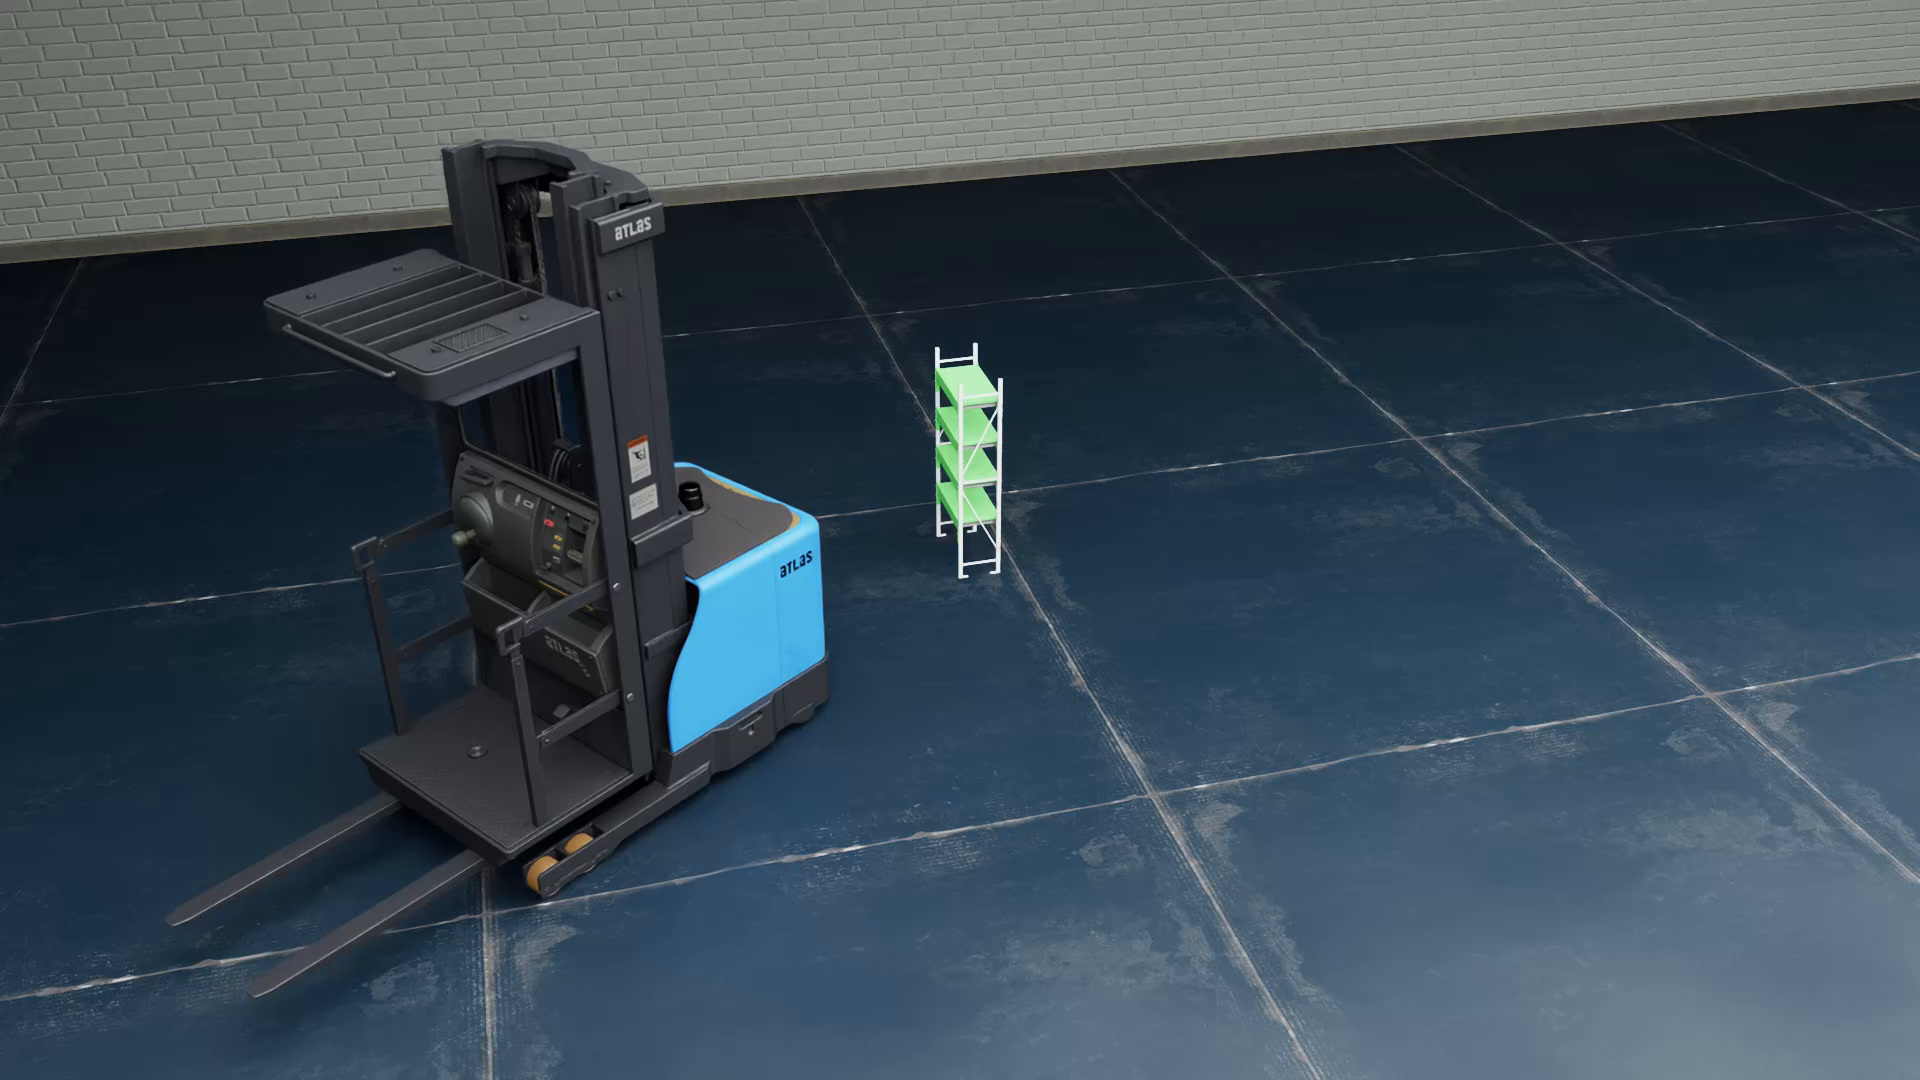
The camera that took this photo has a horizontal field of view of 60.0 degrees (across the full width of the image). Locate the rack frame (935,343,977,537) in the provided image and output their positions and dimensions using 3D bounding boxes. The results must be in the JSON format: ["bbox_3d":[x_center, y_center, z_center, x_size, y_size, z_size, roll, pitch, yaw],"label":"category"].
[{"bbox_3d":[-0.021,-0.557,9.515,0.240,1.200,0.015,-8,31,-13],"label":"rack frame"}]

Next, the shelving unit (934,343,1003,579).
[{"bbox_3d":[0.044,-0.439,9.311,0.258,1.200,0.503,-8,31,-13],"label":"shelving unit"}]

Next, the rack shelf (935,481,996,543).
[{"bbox_3d":[0.044,-0.176,9.464,0.258,0.148,0.480,-8,31,-13],"label":"rack shelf"}]

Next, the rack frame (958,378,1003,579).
[{"bbox_3d":[0.109,-0.321,9.108,0.240,1.200,0.015,-8,31,-13],"label":"rack frame"}]

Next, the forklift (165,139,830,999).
[{"bbox_3d":[-1.971,-0.029,6.874,1.130,2.935,3.031,22,37,33],"label":"forklift"}]

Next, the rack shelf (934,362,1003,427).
[{"bbox_3d":[0.044,-0.799,9.103,0.258,0.148,0.480,-8,31,-13],"label":"rack shelf"}]

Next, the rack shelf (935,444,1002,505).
[{"bbox_3d":[0.044,-0.384,9.343,0.258,0.148,0.480,-8,31,-13],"label":"rack shelf"}]

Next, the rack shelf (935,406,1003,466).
[{"bbox_3d":[0.044,-0.592,9.223,0.258,0.148,0.480,-8,31,-13],"label":"rack shelf"}]
